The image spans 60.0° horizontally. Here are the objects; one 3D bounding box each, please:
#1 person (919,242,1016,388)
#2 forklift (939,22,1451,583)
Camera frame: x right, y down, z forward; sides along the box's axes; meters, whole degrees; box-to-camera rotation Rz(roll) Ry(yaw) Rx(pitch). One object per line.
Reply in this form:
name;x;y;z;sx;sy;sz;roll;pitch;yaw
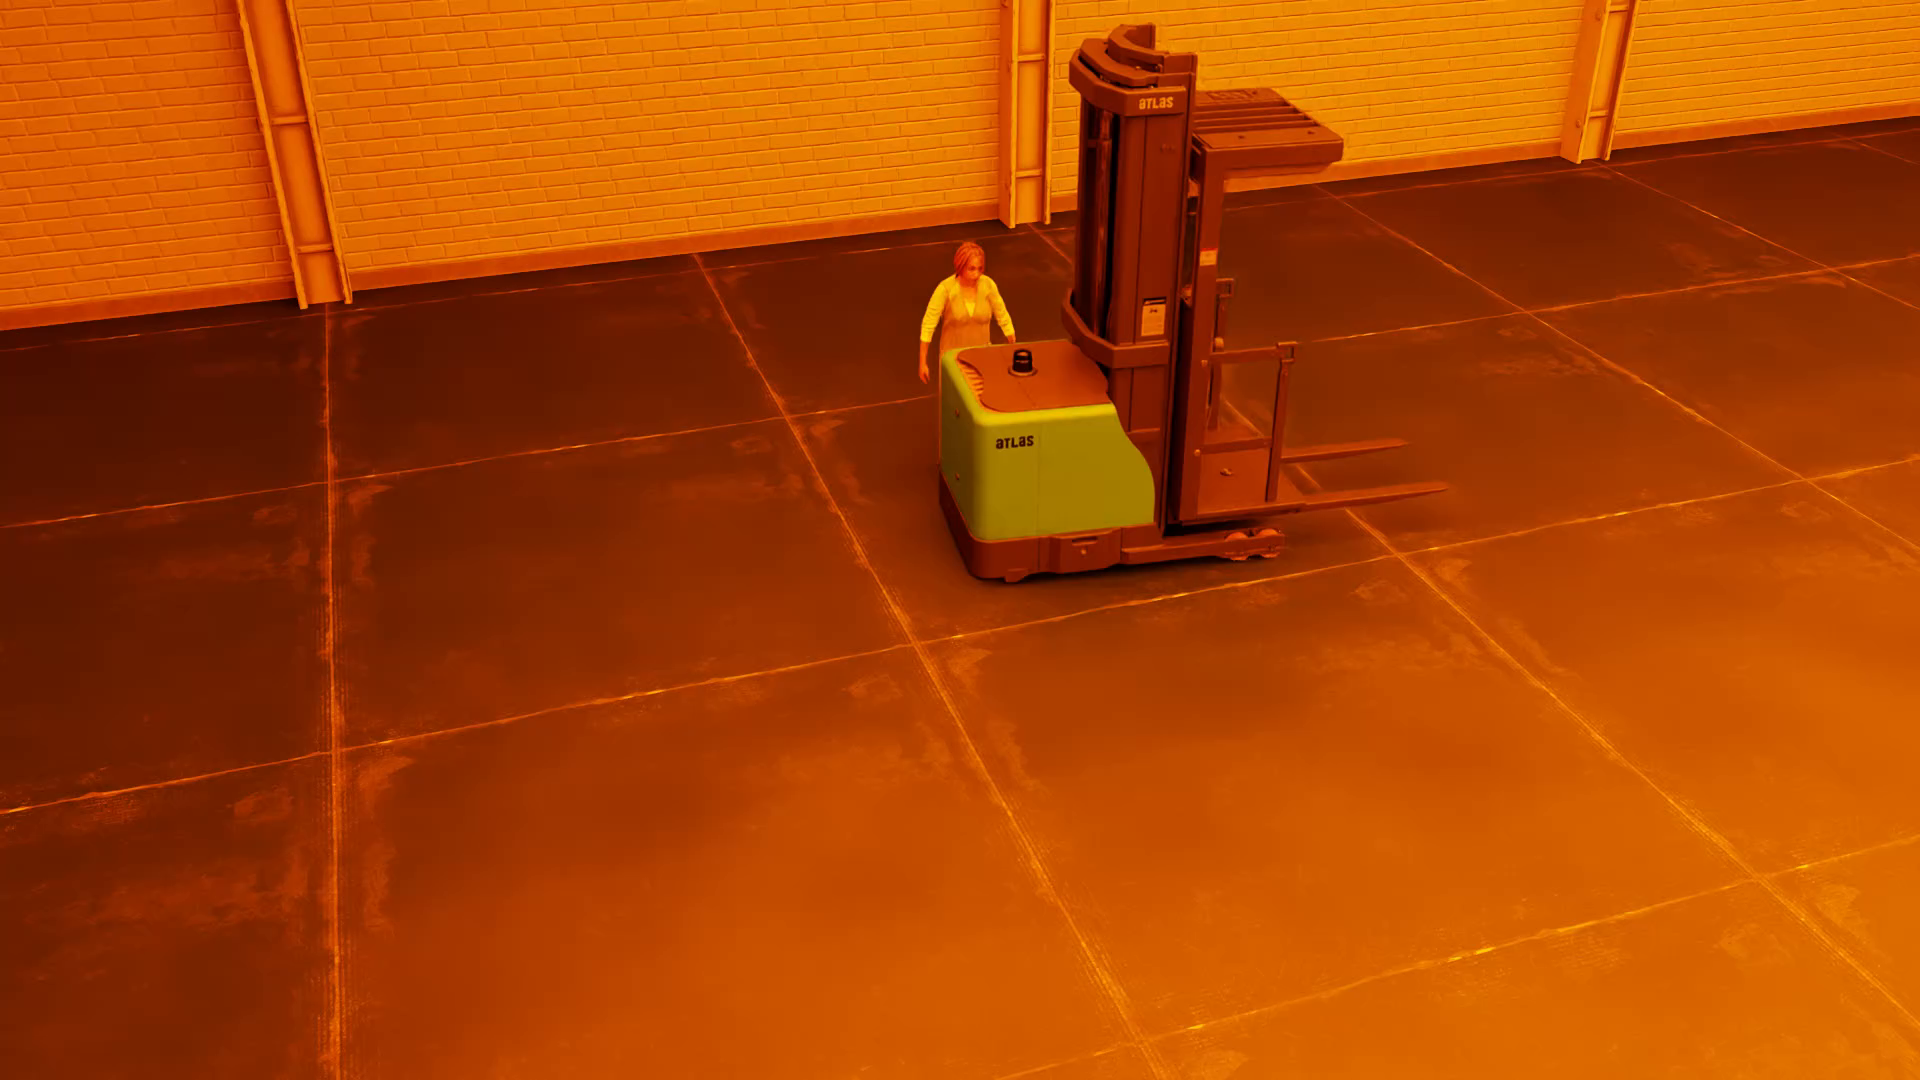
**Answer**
person;0.056;-1.113;10.395;0.654;1.564;0.354;-8;31;-14
forklift;1.445;-1.396;9.514;3.031;2.935;1.130;-6;31;-11
